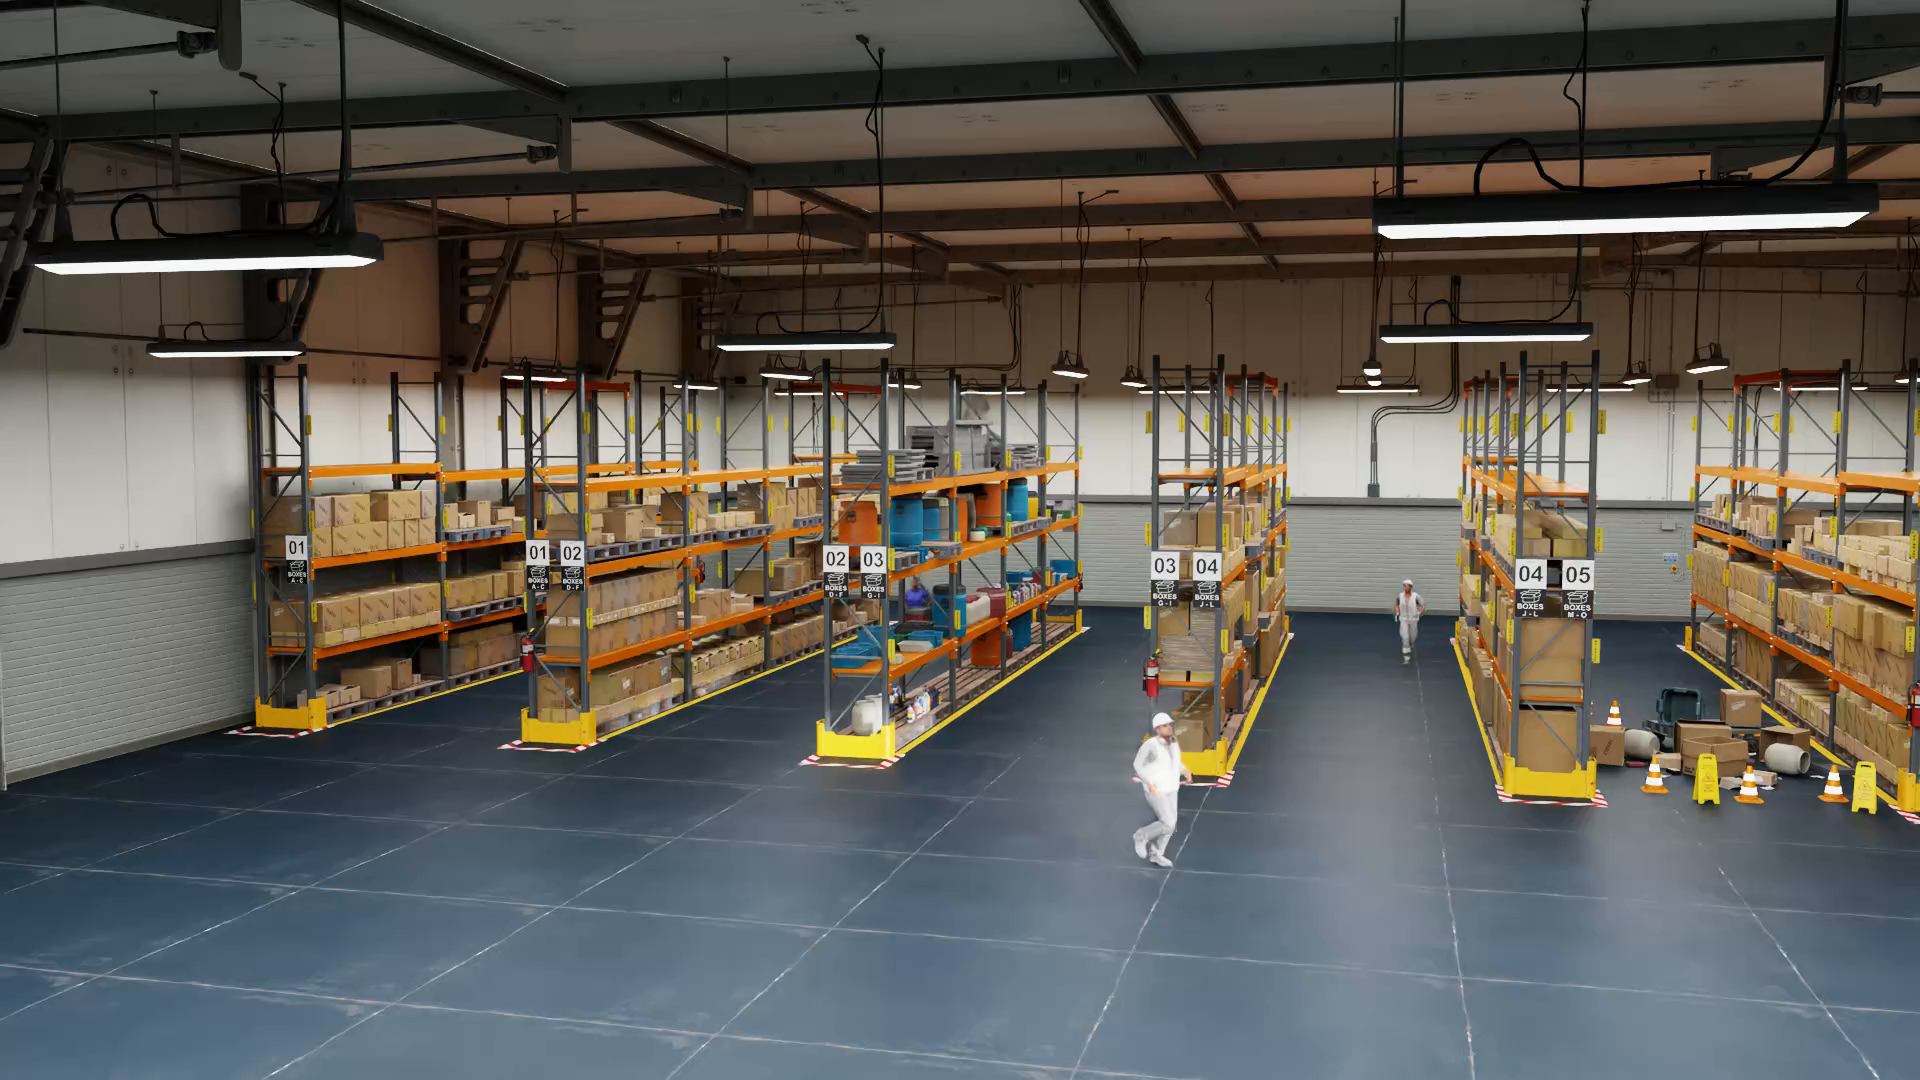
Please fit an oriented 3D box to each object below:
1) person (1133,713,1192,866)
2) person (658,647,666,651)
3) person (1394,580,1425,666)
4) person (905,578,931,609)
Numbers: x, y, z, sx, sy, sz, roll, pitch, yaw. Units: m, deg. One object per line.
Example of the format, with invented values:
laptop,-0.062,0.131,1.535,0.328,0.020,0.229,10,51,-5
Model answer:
person,2.325,2.834,18.934,0.652,1.743,0.610,-3,5,-41
person,-6.252,1.795,34.569,0.566,1.741,0.727,1,4,12
person,9.425,1.721,34.897,0.647,1.777,0.803,1,4,20
person,-0.912,1.632,33.600,0.561,1.570,0.759,1,4,10
